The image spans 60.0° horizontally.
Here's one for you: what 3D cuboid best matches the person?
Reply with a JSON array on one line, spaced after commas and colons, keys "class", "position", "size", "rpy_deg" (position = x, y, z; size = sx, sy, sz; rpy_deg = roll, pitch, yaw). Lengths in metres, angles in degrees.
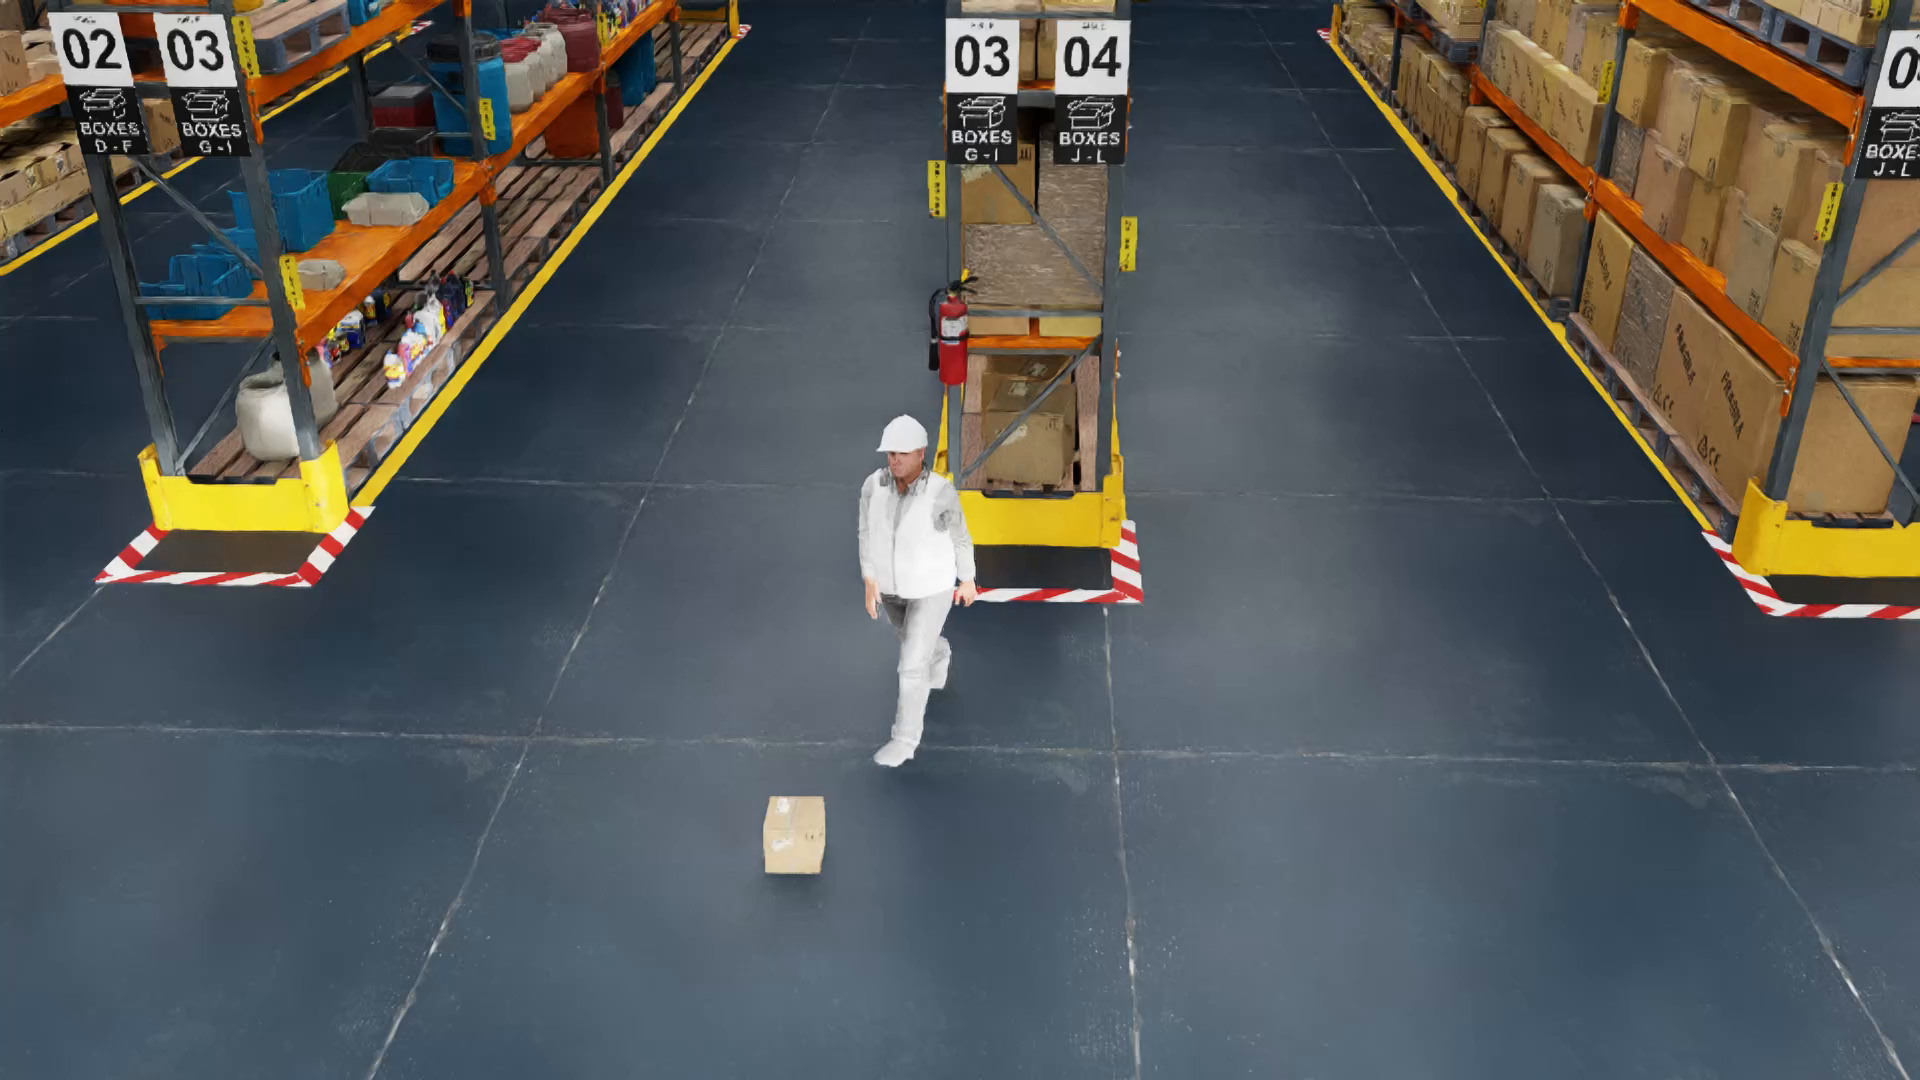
[{"class": "person", "position": [-0.233, 0.193, 8.241], "size": [0.541, 1.737, 1.024], "rpy_deg": [14, 31, 25]}]
